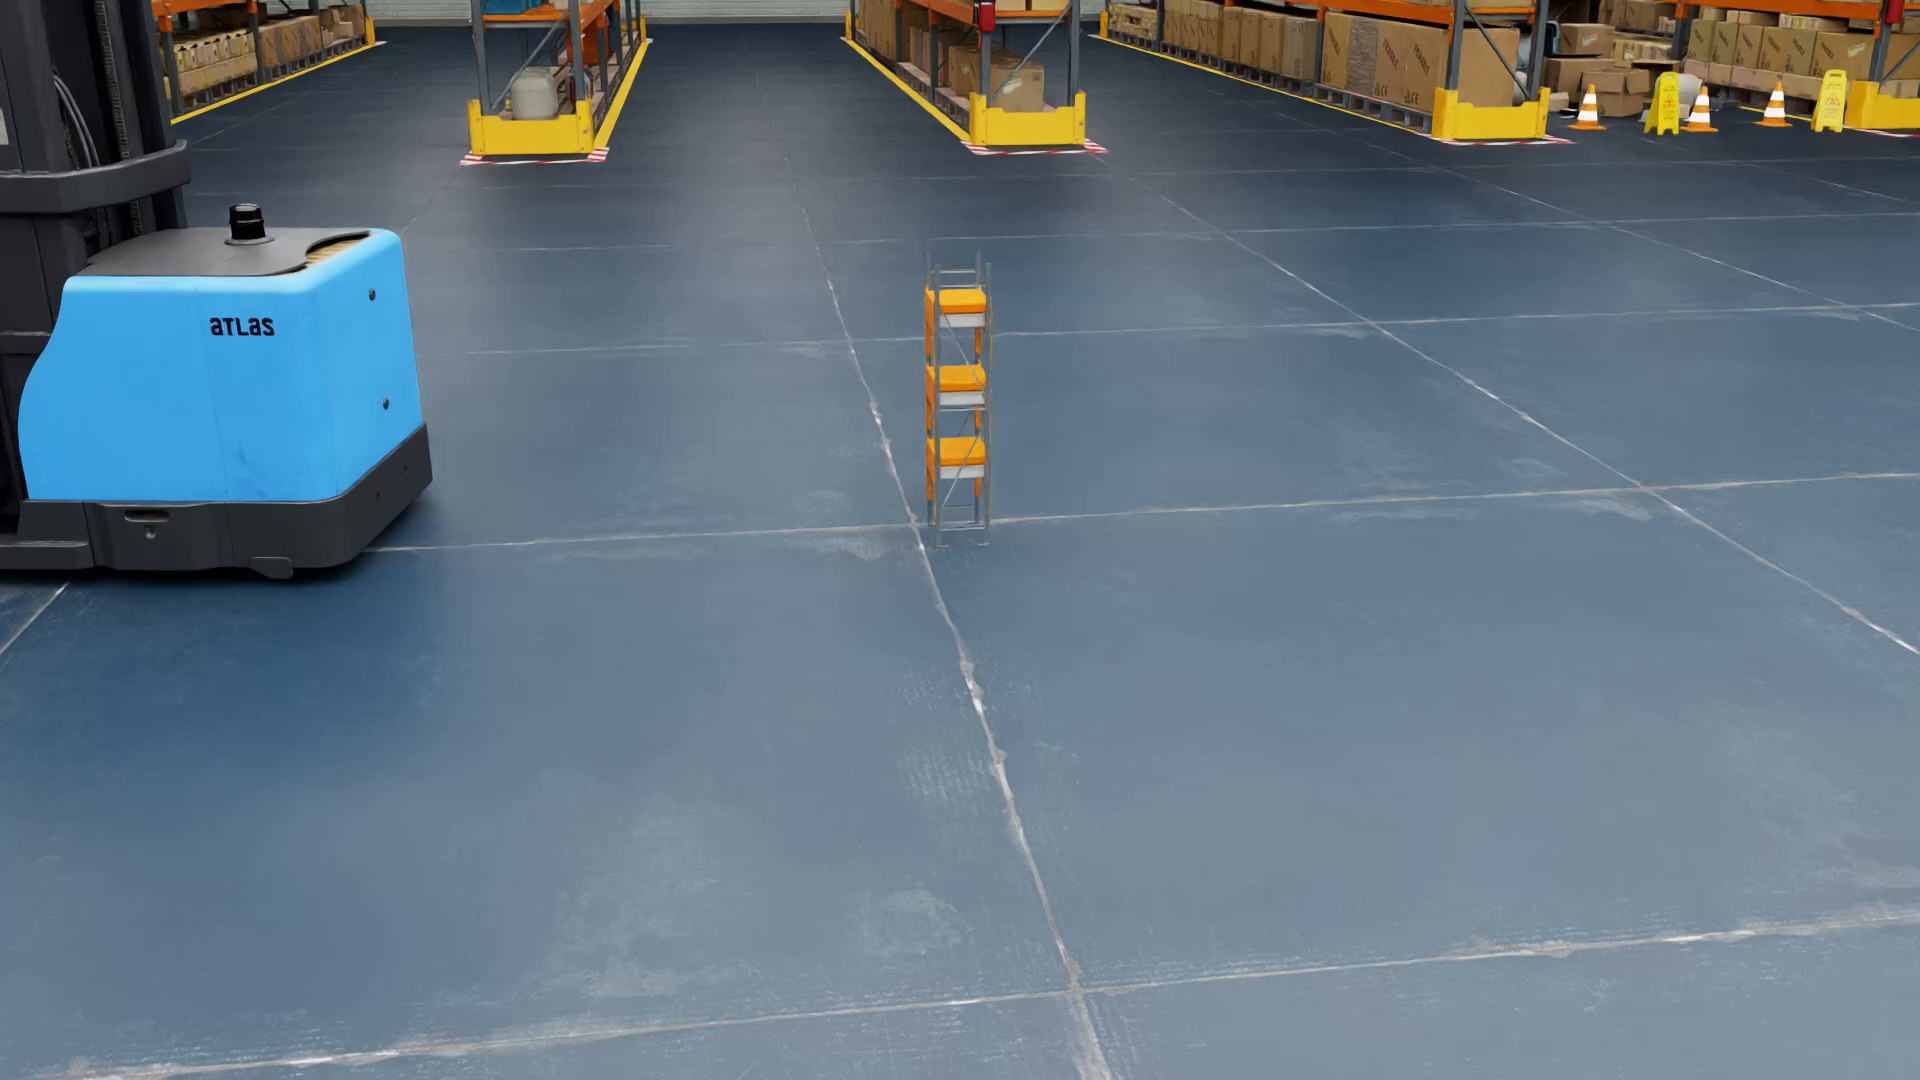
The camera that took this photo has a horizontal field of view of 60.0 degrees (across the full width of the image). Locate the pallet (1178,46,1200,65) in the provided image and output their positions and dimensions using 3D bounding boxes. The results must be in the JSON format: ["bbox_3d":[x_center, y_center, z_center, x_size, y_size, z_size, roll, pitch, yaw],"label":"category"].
[{"bbox_3d":[4.193,-7.878,27.008,1.003,0.211,1.213,-3,21,-8],"label":"pallet"}]

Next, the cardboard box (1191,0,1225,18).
[{"bbox_3d":[3.977,-8.444,26.438,0.500,0.250,0.500,-2,21,-6],"label":"cardboard box"}]

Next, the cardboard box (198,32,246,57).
[{"bbox_3d":[-9.849,-6.602,22.132,0.500,0.311,0.500,-3,21,-9],"label":"cardboard box"}]

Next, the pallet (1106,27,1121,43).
[{"bbox_3d":[3.416,-9.647,31.742,1.003,0.211,1.213,-3,21,-8],"label":"pallet"}]

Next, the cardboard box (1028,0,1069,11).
[{"bbox_3d":[0.902,-5.500,17.015,0.380,0.149,0.250,-3,21,-8],"label":"cardboard box"}]

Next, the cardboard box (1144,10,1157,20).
[{"bbox_3d":[3.472,-9.300,29.452,0.380,0.149,0.250,-3,21,-8],"label":"cardboard box"}]

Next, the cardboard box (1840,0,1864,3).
[{"bbox_3d":[10.102,-6.090,18.594,0.380,0.149,0.250,-3,21,-8],"label":"cardboard box"}]

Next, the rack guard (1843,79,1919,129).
[{"bbox_3d":[10.503,-4.862,18.520,1.175,0.500,0.348,-3,21,-8],"label":"rack guard"}]

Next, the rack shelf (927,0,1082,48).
[{"bbox_3d":[0.419,-5.863,18.654,1.077,0.370,4.000,-3,21,-8],"label":"rack shelf"}]

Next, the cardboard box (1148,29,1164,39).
[{"bbox_3d":[3.506,-8.857,29.117,0.380,0.149,0.250,-3,21,-7],"label":"cardboard box"}]

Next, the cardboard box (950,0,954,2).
[{"bbox_3d":[0.093,-6.166,18.798,0.380,0.149,0.250,-3,21,-8],"label":"cardboard box"}]

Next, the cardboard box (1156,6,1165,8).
[{"bbox_3d":[3.790,-9.779,30.734,0.380,0.149,0.250,-4,21,-10],"label":"cardboard box"}]

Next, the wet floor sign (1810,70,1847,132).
[{"bbox_3d":[9.482,-4.784,18.104,0.267,0.644,0.232,4,21,11],"label":"wet floor sign"}]

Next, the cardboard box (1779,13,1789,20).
[{"bbox_3d":[13.858,-8.545,27.779,0.500,0.500,0.500,-2,21,-5],"label":"cardboard box"}]

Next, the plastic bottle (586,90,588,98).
[{"bbox_3d":[-4.225,-4.984,18.643,0.097,0.201,0.097,0,20,0],"label":"plastic bottle"}]

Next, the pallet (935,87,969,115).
[{"bbox_3d":[0.262,-5.355,20.253,1.003,0.211,1.213,-3,21,-8],"label":"pallet"}]

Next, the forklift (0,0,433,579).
[{"bbox_3d":[-3.630,-1.402,5.781,3.031,2.935,1.130,0,20,1],"label":"forklift"}]

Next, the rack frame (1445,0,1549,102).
[{"bbox_3d":[5.630,-5.722,17.251,1.000,3.000,0.127,-3,21,-8],"label":"rack frame"}]

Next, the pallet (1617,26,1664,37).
[{"bbox_3d":[13.418,-9.768,32.069,1.003,0.211,1.213,-3,21,-8],"label":"pallet"}]

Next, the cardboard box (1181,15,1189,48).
[{"bbox_3d":[3.911,-8.270,27.044,0.500,0.500,0.500,-3,21,-7],"label":"cardboard box"}]

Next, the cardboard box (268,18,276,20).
[{"bbox_3d":[-10.910,-7.835,25.850,0.500,0.500,0.500,-3,21,-7],"label":"cardboard box"}]

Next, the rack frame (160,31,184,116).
[{"bbox_3d":[-9.673,-6.394,19.048,1.000,3.000,0.127,-3,21,-8],"label":"rack frame"}]

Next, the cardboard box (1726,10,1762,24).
[{"bbox_3d":[9.789,-6.514,20.700,0.380,0.149,0.250,-2,21,-6],"label":"cardboard box"}]

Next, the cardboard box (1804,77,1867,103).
[{"bbox_3d":[10.127,-5.190,19.156,0.500,0.250,0.500,-3,21,-8],"label":"cardboard box"}]

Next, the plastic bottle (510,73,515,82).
[{"bbox_3d":[-4.950,-5.030,18.554,0.144,0.351,0.185,-2,21,-6],"label":"plastic bottle"}]

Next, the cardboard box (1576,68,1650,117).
[{"bbox_3d":[7.755,-5.318,19.736,0.637,0.503,0.797,17,27,39],"label":"cardboard box"}]

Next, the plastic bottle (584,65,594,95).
[{"bbox_3d":[-4.393,-5.399,19.542,0.144,0.351,0.185,-3,21,-9],"label":"plastic bottle"}]

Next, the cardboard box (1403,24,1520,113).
[{"bbox_3d":[5.467,-5.155,18.168,0.875,0.875,0.875,-3,21,-7],"label":"cardboard box"}]

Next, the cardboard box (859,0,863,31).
[{"bbox_3d":[-1.428,-10.031,31.222,0.875,0.875,0.875,-3,21,-8],"label":"cardboard box"}]

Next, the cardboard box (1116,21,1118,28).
[{"bbox_3d":[3.201,-9.839,31.747,0.380,0.149,0.250,-3,21,-8],"label":"cardboard box"}]

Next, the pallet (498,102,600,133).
[{"bbox_3d":[-4.536,-4.678,18.440,1.003,0.211,1.213,-3,21,-8],"label":"pallet"}]

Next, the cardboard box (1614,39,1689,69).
[{"bbox_3d":[9.752,-6.788,23.259,0.950,0.372,0.625,-2,21,-4],"label":"cardboard box"}]

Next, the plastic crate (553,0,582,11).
[{"bbox_3d":[-4.005,-5.460,16.925,0.298,0.136,0.250,-3,21,-8],"label":"plastic crate"}]

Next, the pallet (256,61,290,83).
[{"bbox_3d":[-10.320,-6.733,23.941,1.003,0.211,1.213,-3,21,-8],"label":"pallet"}]

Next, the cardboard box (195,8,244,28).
[{"bbox_3d":[-10.629,-7.496,23.872,0.500,0.250,0.500,-2,21,-6],"label":"cardboard box"}]

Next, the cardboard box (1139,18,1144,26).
[{"bbox_3d":[3.437,-9.335,29.971,0.380,0.149,0.250,-2,21,-6],"label":"cardboard box"}]

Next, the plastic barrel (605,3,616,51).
[{"bbox_3d":[-5.760,-8.192,26.260,0.600,0.901,0.708,-3,21,-8],"label":"plastic barrel"}]

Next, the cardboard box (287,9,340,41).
[{"bbox_3d":[-11.102,-8.851,28.565,0.797,0.503,0.637,-3,21,-8],"label":"cardboard box"}]

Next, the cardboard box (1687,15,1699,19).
[{"bbox_3d":[13.834,-9.591,30.852,0.500,0.311,0.500,-2,21,-6],"label":"cardboard box"}]

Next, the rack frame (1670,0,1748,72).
[{"bbox_3d":[9.937,-7.392,21.721,1.000,3.000,0.127,-3,21,-8],"label":"rack frame"}]

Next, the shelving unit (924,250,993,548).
[{"bbox_3d":[-0.008,-0.510,6.082,0.215,1.050,0.252,-3,21,-8],"label":"shelving unit"}]

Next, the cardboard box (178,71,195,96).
[{"bbox_3d":[-9.486,-5.455,19.863,0.500,0.250,0.500,-3,21,-9],"label":"cardboard box"}]

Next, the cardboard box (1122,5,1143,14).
[{"bbox_3d":[3.249,-9.939,31.163,0.380,0.149,0.250,-4,21,-10],"label":"cardboard box"}]

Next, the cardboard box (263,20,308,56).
[{"bbox_3d":[-10.337,-7.697,25.482,0.500,0.500,0.500,-3,21,-7],"label":"cardboard box"}]

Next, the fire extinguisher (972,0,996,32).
[{"bbox_3d":[0.267,-5.408,16.520,0.296,0.674,0.183,-3,21,-8],"label":"fire extinguisher"}]

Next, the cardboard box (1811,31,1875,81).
[{"bbox_3d":[10.140,-5.531,18.997,0.500,0.500,0.500,-3,21,-7],"label":"cardboard box"}]

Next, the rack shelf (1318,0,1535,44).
[{"bbox_3d":[5.341,-6.078,19.230,1.077,0.370,4.000,-3,21,-8],"label":"rack shelf"}]

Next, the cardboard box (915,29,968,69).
[{"bbox_3d":[-0.237,-6.890,23.320,0.700,0.500,0.500,-5,21,-12],"label":"cardboard box"}]

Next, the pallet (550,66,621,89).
[{"bbox_3d":[-5.274,-6.451,23.186,1.003,0.211,1.213,-3,21,-8],"label":"pallet"}]

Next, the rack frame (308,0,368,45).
[{"bbox_3d":[-11.403,-10.549,30.172,1.000,3.000,0.127,-3,21,-8],"label":"rack frame"}]

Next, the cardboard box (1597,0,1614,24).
[{"bbox_3d":[13.113,-10.609,33.302,0.797,0.503,0.637,-4,21,-10],"label":"cardboard box"}]
